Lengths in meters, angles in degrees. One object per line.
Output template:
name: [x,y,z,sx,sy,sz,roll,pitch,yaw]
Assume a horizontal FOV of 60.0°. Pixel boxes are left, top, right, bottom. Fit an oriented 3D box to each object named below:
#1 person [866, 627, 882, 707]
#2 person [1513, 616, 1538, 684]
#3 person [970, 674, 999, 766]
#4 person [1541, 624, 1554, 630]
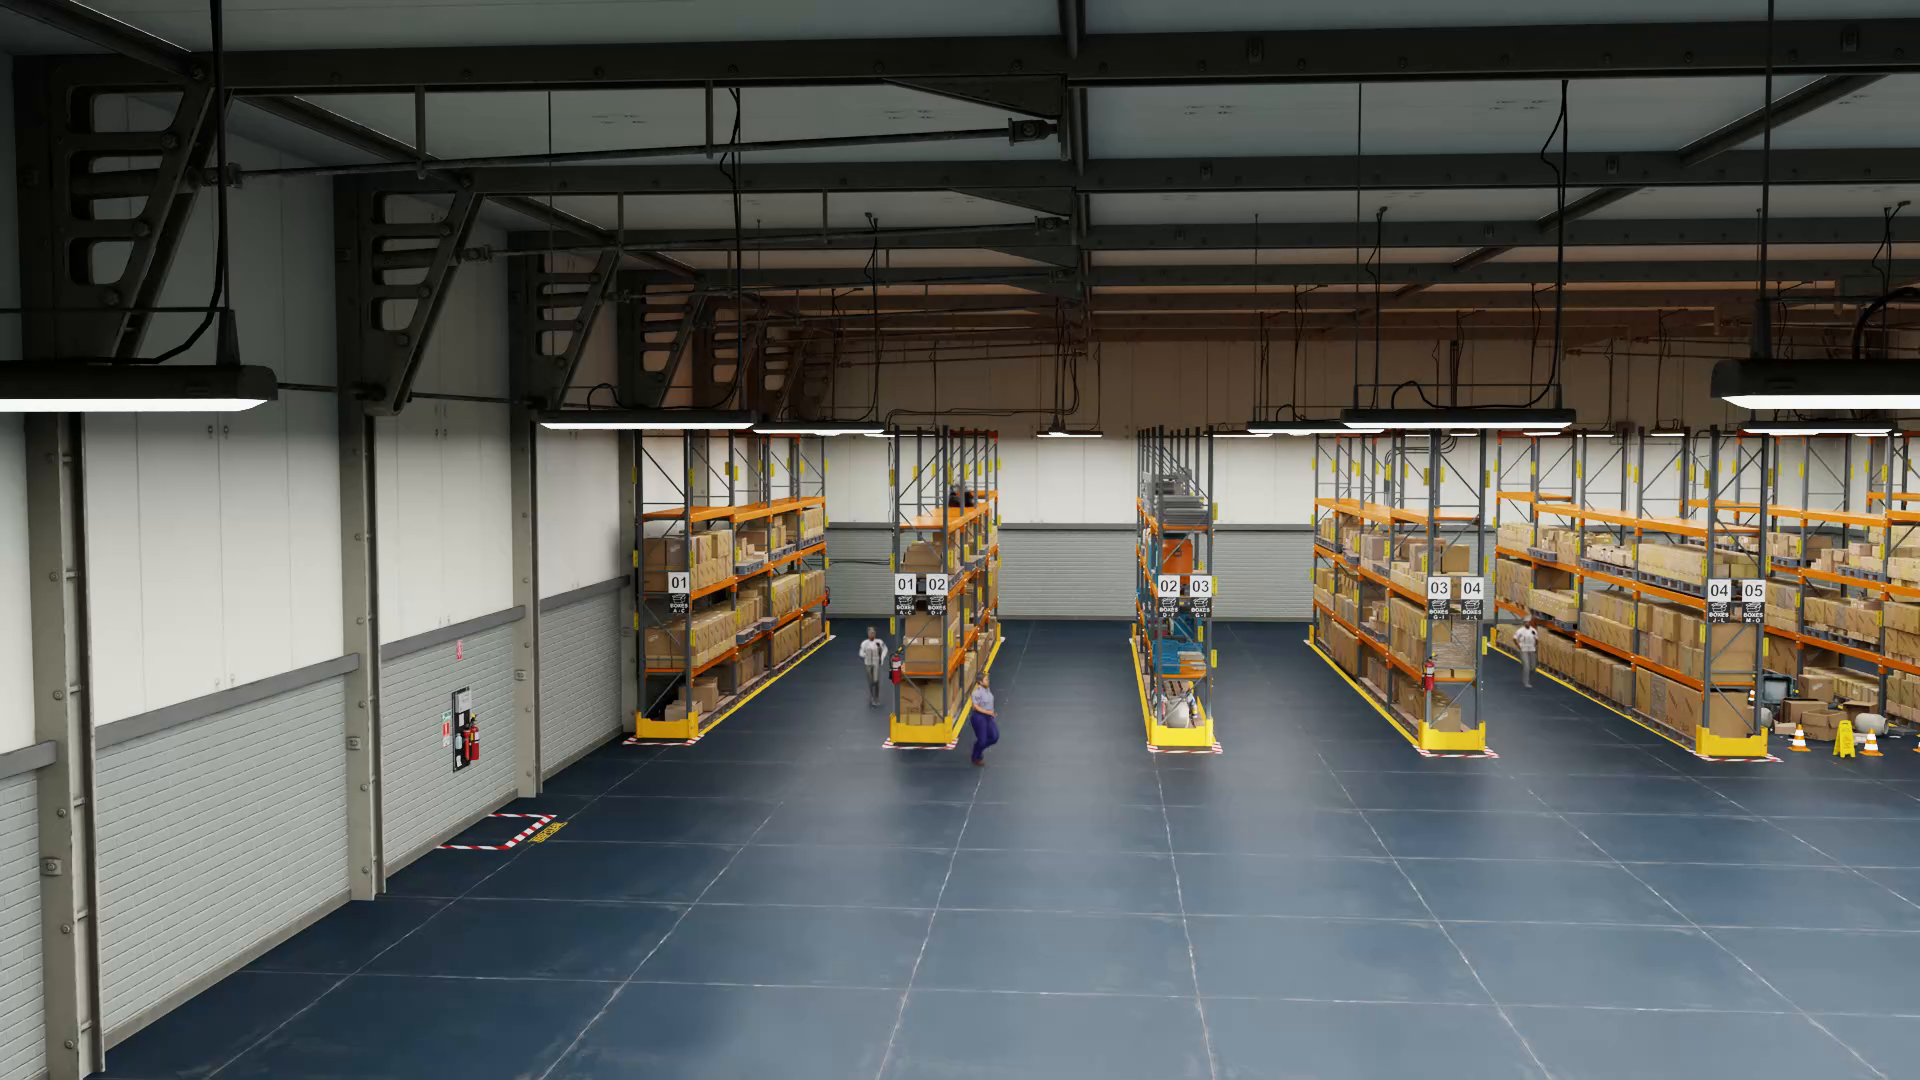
person: [-1.859,2.732,35.965,0.362,1.728,0.572,0,3,5]
person: [13.137,2.541,38.573,0.580,1.588,0.613,0,3,0]
person: [0.455,3.166,29.280,0.544,1.599,0.631,2,4,32]
person: [16.486,2.047,46.851,0.700,1.577,0.536,-2,4,-29]
